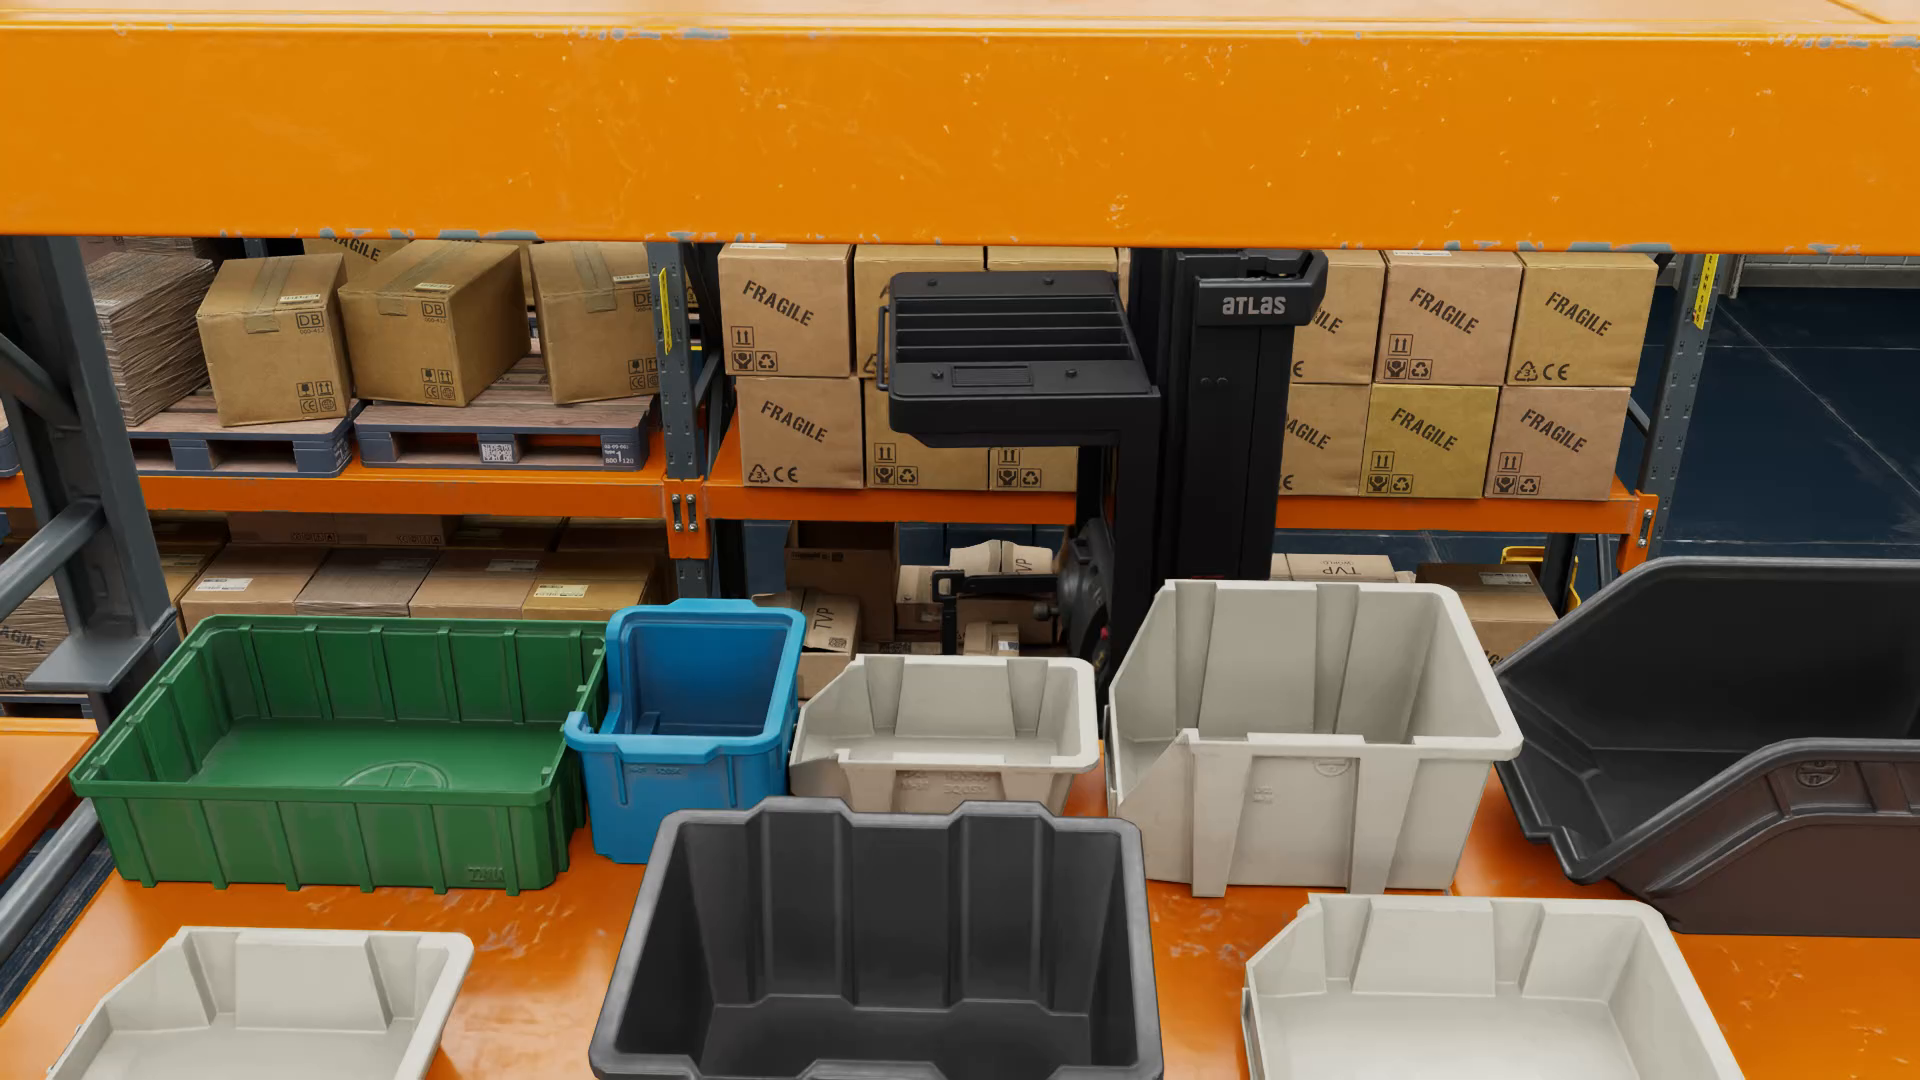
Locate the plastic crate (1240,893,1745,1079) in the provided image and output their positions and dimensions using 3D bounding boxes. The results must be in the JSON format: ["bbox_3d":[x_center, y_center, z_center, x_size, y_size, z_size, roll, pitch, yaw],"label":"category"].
[{"bbox_3d":[0.612,0.617,1.962,0.530,0.136,0.437,1,28,2],"label":"plastic crate"}]

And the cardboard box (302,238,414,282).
[{"bbox_3d":[-4.230,-2.188,12.022,0.750,0.750,0.750,1,28,1],"label":"cardboard box"}]

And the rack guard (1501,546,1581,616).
[{"bbox_3d":[2.788,0.528,7.719,0.348,0.500,1.175,1,28,2],"label":"rack guard"}]

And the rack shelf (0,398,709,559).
[{"bbox_3d":[-3.132,-0.356,7.487,4.000,0.370,1.077,1,28,2],"label":"rack shelf"}]

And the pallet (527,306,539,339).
[{"bbox_3d":[-2.959,-1.724,12.277,1.213,0.211,1.003,1,28,2],"label":"pallet"}]

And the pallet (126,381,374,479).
[{"bbox_3d":[-3.187,-0.592,7.369,1.213,0.211,1.003,1,28,2],"label":"pallet"}]

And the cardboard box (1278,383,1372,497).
[{"bbox_3d":[1.390,-0.517,6.915,0.500,0.500,0.500,1,28,2],"label":"cardboard box"}]

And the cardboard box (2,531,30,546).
[{"bbox_3d":[-4.188,0.109,8.042,0.500,0.500,0.500,2,28,4],"label":"cardboard box"}]

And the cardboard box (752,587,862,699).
[{"bbox_3d":[-0.722,0.461,7.579,0.500,0.311,0.500,1,28,2],"label":"cardboard box"}]

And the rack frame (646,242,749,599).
[{"bbox_3d":[-1.134,-0.641,7.256,0.127,3.000,1.000,1,28,2],"label":"rack frame"}]

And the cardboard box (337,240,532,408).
[{"bbox_3d":[-2.289,-0.965,7.312,0.500,0.500,0.700,5,28,10],"label":"cardboard box"}]

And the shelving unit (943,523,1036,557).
[{"bbox_3d":[0.165,-0.925,8.753,0.503,2.100,0.431,1,28,2],"label":"shelving unit"}]

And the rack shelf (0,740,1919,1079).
[{"bbox_3d":[0.687,0.703,2.286,4.000,0.370,1.077,1,28,2],"label":"rack shelf"}]

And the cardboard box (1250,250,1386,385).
[{"bbox_3d":[1.386,-0.954,6.672,0.500,0.500,0.500,2,28,3],"label":"cardboard box"}]

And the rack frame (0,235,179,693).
[{"bbox_3d":[-1.312,-0.973,1.478,0.127,3.000,1.000,1,28,2],"label":"rack frame"}]

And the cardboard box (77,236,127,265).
[{"bbox_3d":[-6.192,-2.166,12.333,0.500,0.500,0.700,1,28,2],"label":"cardboard box"}]

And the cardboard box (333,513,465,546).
[{"bbox_3d":[-2.608,-0.201,7.824,0.500,0.250,0.500,1,28,2],"label":"cardboard box"}]

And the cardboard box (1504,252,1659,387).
[{"bbox_3d":[2.409,-0.939,6.645,0.500,0.500,0.500,1,28,1],"label":"cardboard box"}]

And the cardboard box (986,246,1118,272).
[{"bbox_3d":[0.357,-0.970,6.703,0.500,0.500,0.500,0,28,0],"label":"cardboard box"}]

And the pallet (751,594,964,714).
[{"bbox_3d":[-0.447,0.603,7.887,1.213,0.211,1.003,1,28,2],"label":"pallet"}]

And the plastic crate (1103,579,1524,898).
[{"bbox_3d":[0.481,0.290,2.425,0.530,0.282,0.437,1,28,2],"label":"plastic crate"}]

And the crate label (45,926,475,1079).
[{"bbox_3d":[-0.833,0.612,1.971,0.466,0.136,0.293,1,28,2],"label":"crate label"}]

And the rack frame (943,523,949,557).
[{"bbox_3d":[-0.078,-0.929,8.761,0.015,2.100,0.400,1,28,2],"label":"rack frame"}]

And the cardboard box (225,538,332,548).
[{"bbox_3d":[-3.146,0.123,8.014,0.500,0.500,0.500,0,28,0],"label":"cardboard box"}]

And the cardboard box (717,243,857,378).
[{"bbox_3d":[-0.673,-0.987,6.736,0.500,0.500,0.500,2,28,3],"label":"cardboard box"}]

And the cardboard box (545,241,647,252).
[{"bbox_3d":[-2.505,-2.159,11.966,0.750,0.750,0.750,2,28,3],"label":"cardboard box"}]

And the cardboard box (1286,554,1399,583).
[{"bbox_3d":[1.831,0.296,7.956,0.500,0.250,0.500,1,28,2],"label":"cardboard box"}]

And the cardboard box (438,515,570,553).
[{"bbox_3d":[-2.142,0.144,7.976,0.500,0.500,0.500,1,28,3],"label":"cardboard box"}]

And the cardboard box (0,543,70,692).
[{"bbox_3d":[-4.163,0.350,7.586,0.500,0.500,0.500,0,28,0],"label":"cardboard box"}]

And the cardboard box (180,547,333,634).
[{"bbox_3d":[-3.140,0.367,7.554,0.500,0.500,0.500,0,28,0],"label":"cardboard box"}]

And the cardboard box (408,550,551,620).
[{"bbox_3d":[-2.131,0.383,7.524,0.500,0.500,0.500,1,28,2],"label":"cardboard box"}]

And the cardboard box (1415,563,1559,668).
[{"bbox_3d":[2.312,0.442,7.413,0.500,0.500,0.500,1,28,2],"label":"cardboard box"}]

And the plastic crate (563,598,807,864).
[{"bbox_3d":[-0.391,0.292,2.473,0.300,0.233,0.416,1,28,2],"label":"plastic crate"}]

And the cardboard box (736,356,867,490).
[{"bbox_3d":[-0.634,-0.549,6.976,0.500,0.500,0.500,2,28,3],"label":"cardboard box"}]

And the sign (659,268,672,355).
[{"bbox_3d":[-1.150,-0.893,6.495,0.005,0.325,0.100,1,28,2],"label":"sign"}]

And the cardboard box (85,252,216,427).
[{"bbox_3d":[-3.590,-0.875,7.142,0.500,0.500,0.700,6,29,11],"label":"cardboard box"}]

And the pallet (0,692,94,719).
[{"bbox_3d":[-4.386,0.555,7.977,1.213,0.211,1.003,1,28,2],"label":"pallet"}]

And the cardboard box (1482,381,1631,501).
[{"bbox_3d":[2.407,-0.499,6.882,0.500,0.500,0.500,2,28,3],"label":"cardboard box"}]

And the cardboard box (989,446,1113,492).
[{"bbox_3d":[0.378,-0.533,6.946,0.500,0.500,0.500,1,28,2],"label":"cardboard box"}]

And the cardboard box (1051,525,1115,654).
[{"bbox_3d":[0.744,0.296,7.684,0.637,0.503,0.797,1,28,2],"label":"cardboard box"}]

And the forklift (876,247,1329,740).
[{"bbox_3d":[0.241,0.249,5.652,3.031,2.935,1.130,-1,28,-2],"label":"forklift"}]

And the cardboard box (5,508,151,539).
[{"bbox_3d":[-4.132,-0.224,7.868,0.500,0.250,0.500,2,28,4],"label":"cardboard box"}]

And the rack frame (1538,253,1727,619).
[{"bbox_3d":[2.864,-0.575,7.132,0.127,3.000,1.000,1,28,2],"label":"rack frame"}]

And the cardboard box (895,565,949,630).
[{"bbox_3d":[-0.177,0.279,8.095,0.250,0.149,0.380,1,28,2],"label":"cardboard box"}]
